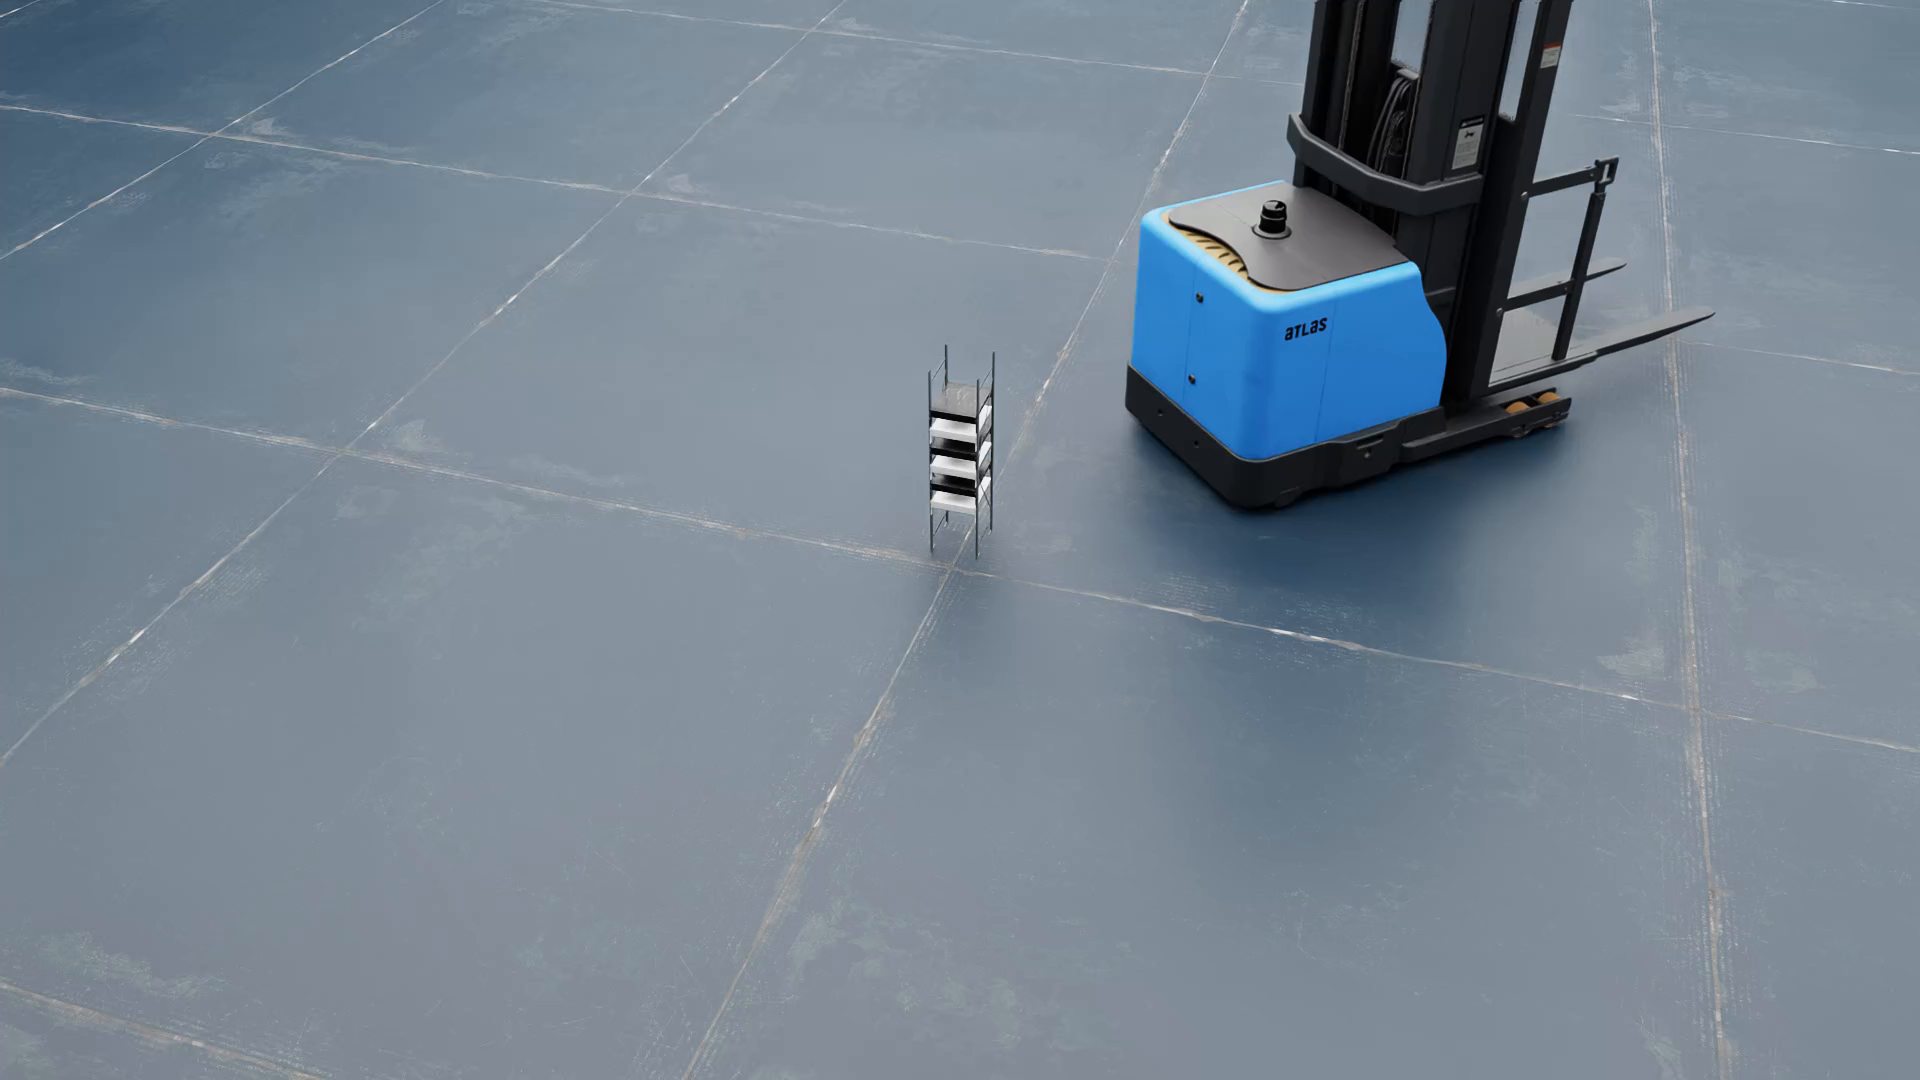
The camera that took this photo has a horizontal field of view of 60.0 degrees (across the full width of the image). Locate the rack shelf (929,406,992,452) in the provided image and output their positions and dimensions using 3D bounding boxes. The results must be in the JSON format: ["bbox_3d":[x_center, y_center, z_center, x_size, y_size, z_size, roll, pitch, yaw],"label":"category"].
[{"bbox_3d":[0.008,-0.479,6.894,0.200,0.077,0.258,10,38,14],"label":"rack shelf"}]

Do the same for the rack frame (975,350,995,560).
[{"bbox_3d":[0.105,-0.343,6.957,0.006,0.900,0.240,10,38,14],"label":"rack frame"}]

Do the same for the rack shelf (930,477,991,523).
[{"bbox_3d":[0.008,-0.189,7.108,0.200,0.077,0.258,10,38,14],"label":"rack shelf"}]

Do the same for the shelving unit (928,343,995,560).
[{"bbox_3d":[0.008,-0.361,6.981,0.210,0.900,0.258,10,38,14],"label":"shelving unit"}]

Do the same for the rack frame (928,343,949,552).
[{"bbox_3d":[-0.089,-0.379,7.006,0.006,0.900,0.240,10,38,14],"label":"rack frame"}]

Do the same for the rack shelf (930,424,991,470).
[{"bbox_3d":[0.008,-0.407,6.948,0.200,0.077,0.258,10,38,14],"label":"rack shelf"}]

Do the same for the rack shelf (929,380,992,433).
[{"bbox_3d":[0.008,-0.552,6.841,0.200,0.077,0.258,10,38,14],"label":"rack shelf"}]

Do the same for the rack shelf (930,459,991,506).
[{"bbox_3d":[0.008,-0.262,7.054,0.200,0.077,0.258,10,38,14],"label":"rack shelf"}]

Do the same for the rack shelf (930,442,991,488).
[{"bbox_3d":[0.008,-0.334,7.001,0.200,0.077,0.258,10,38,14],"label":"rack shelf"}]

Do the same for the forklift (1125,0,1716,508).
[{"bbox_3d":[2.345,-1.929,7.399,3.031,2.935,1.130,-17,40,-21],"label":"forklift"}]
